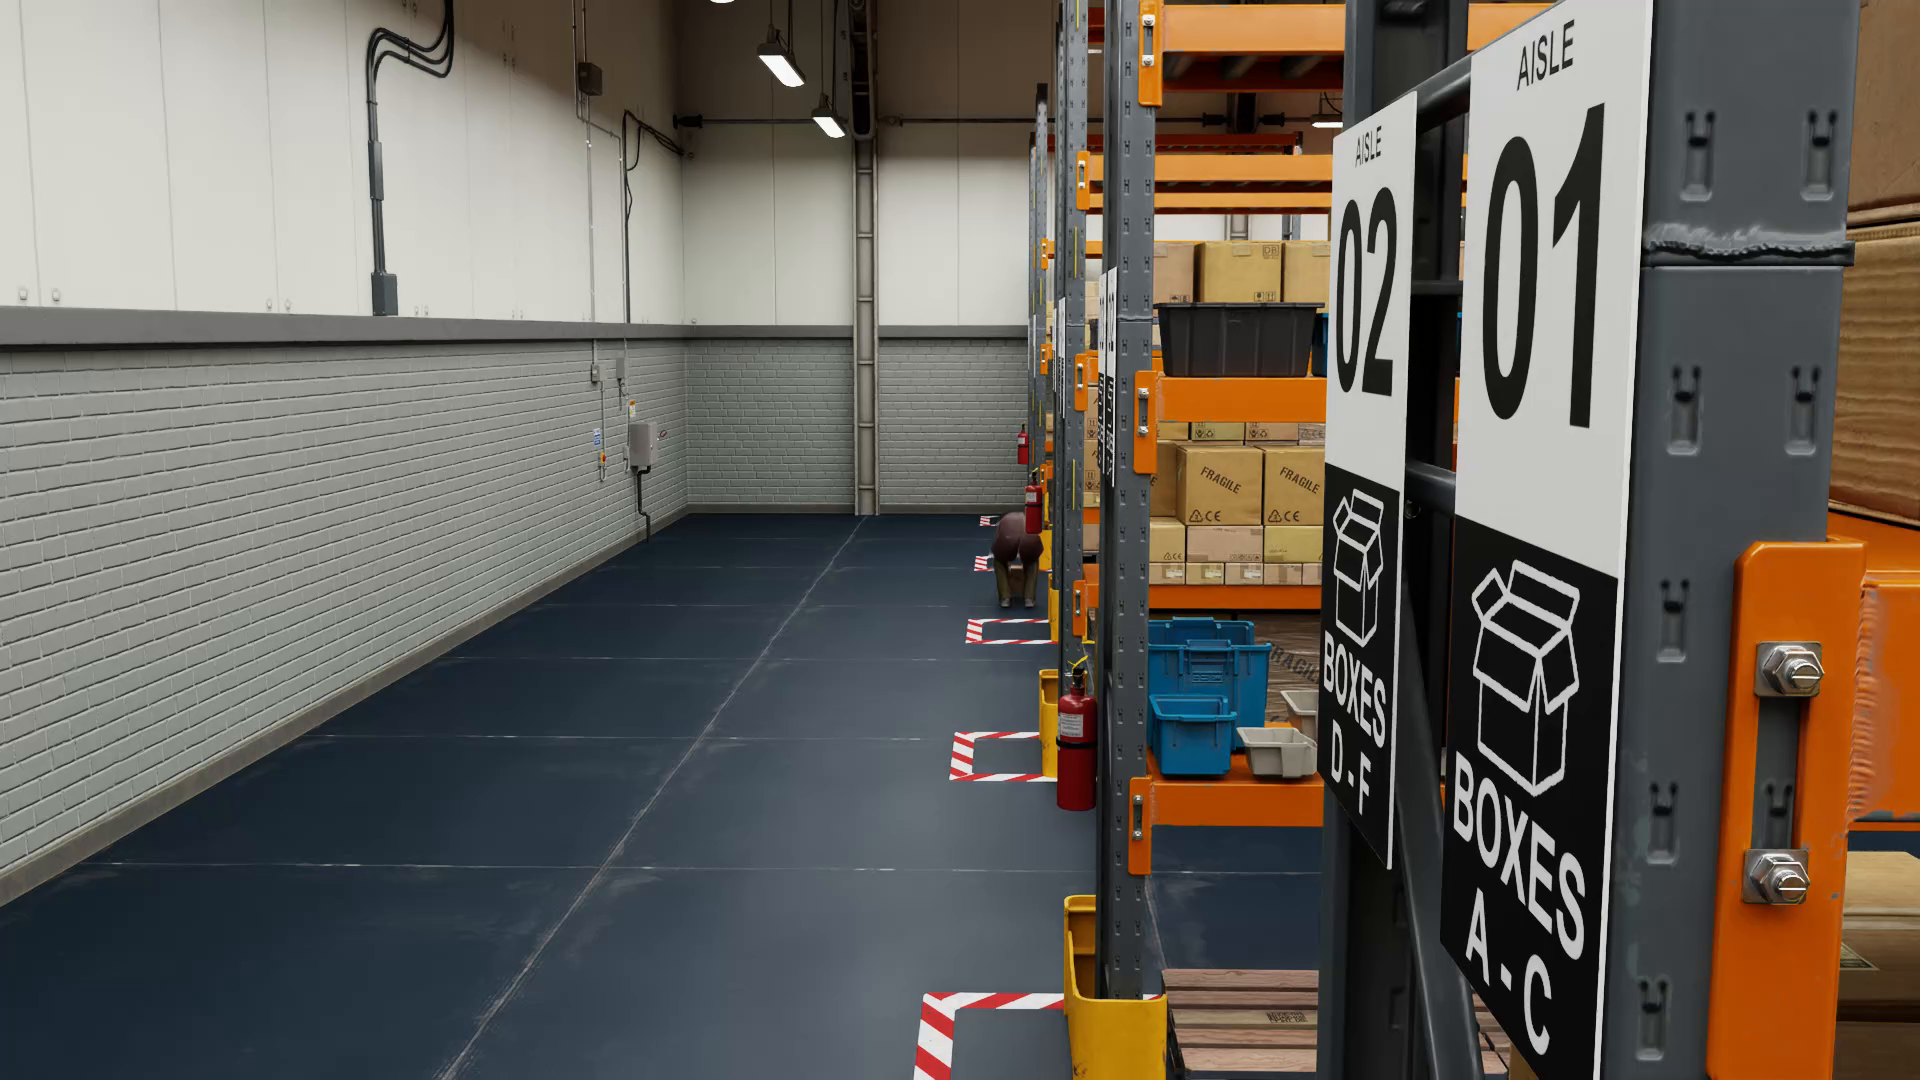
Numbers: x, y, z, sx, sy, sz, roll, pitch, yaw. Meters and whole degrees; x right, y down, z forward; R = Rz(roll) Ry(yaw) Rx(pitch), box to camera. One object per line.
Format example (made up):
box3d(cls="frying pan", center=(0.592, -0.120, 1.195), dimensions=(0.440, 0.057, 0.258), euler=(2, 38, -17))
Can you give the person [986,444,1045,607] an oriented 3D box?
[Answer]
box3d(cls="person", center=(0.605, -0.156, 18.088), dimensions=(0.640, 1.772, 0.428), euler=(0, 7, -1))
